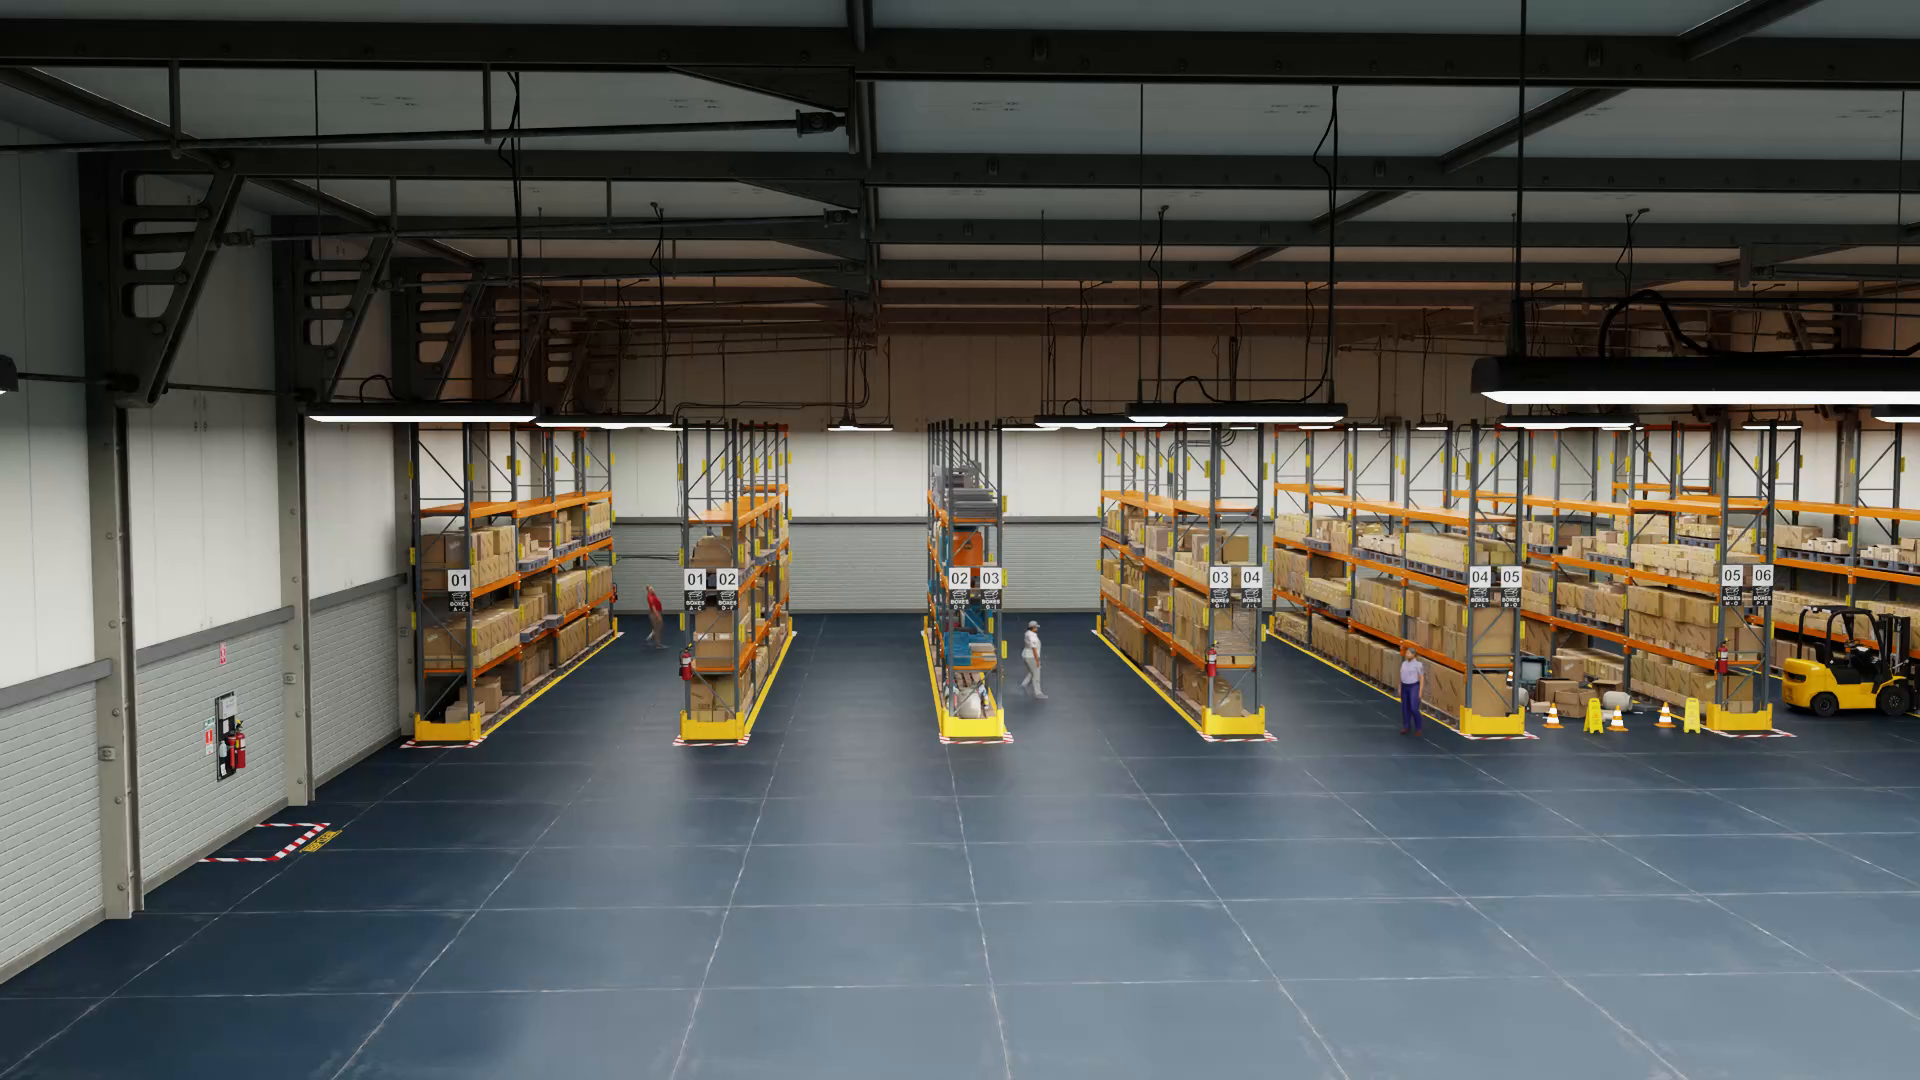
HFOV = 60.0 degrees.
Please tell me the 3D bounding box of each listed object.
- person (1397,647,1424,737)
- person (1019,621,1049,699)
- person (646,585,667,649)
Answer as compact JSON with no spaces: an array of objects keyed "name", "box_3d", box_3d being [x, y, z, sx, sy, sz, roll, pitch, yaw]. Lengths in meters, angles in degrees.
[{"name":"person","box_3d":[8.572,2.889,31.629,0.353,1.693,0.530,-2,4,-34]},{"name":"person","box_3d":[1.591,2.580,36.028,0.579,1.661,0.563,-1,4,-12]},{"name":"person","box_3d":[-8.049,2.046,44.141,0.545,1.697,0.583,-1,4,-15]}]
